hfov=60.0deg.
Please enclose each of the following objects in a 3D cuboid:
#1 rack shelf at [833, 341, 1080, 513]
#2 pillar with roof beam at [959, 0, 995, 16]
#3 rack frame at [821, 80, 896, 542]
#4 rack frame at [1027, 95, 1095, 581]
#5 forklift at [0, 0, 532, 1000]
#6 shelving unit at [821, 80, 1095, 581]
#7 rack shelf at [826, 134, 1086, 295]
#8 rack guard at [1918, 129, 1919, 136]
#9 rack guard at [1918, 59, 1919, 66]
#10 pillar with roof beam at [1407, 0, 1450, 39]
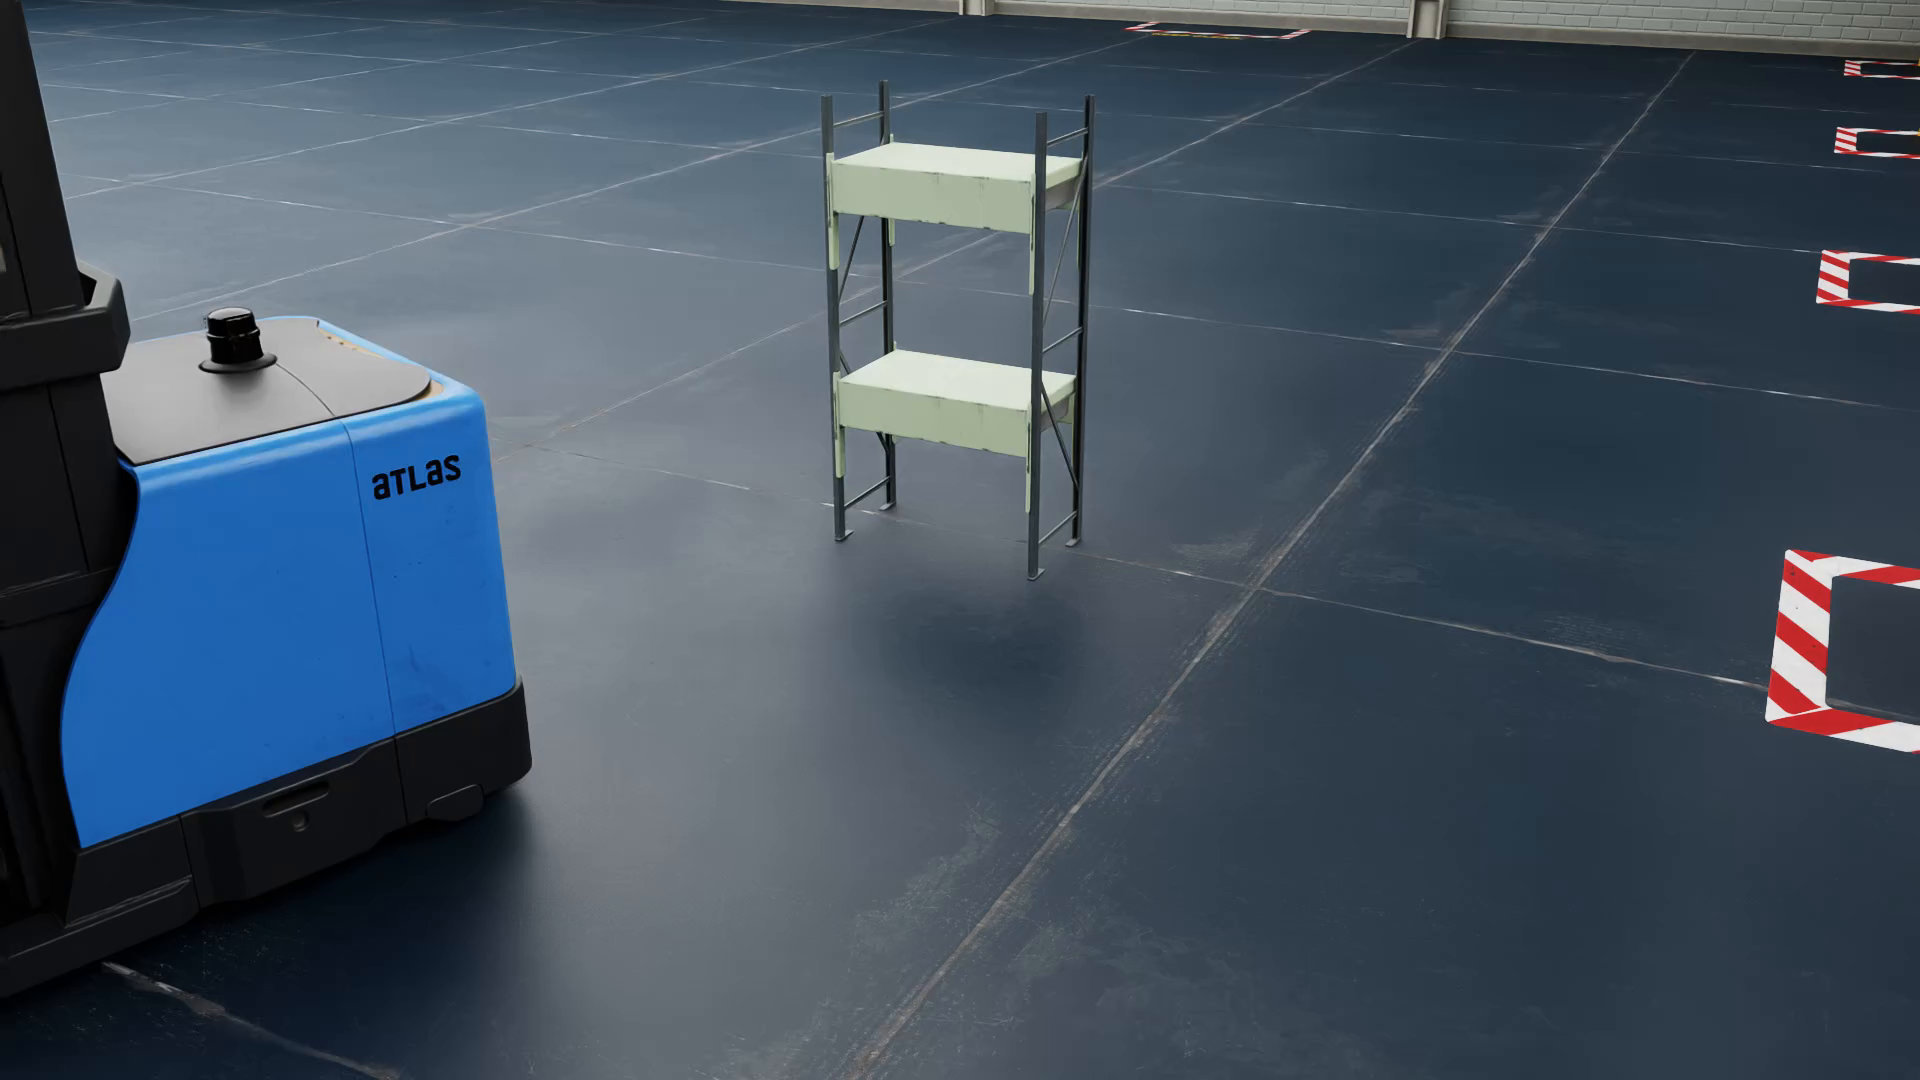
[{"bbox_3d":[-0.006,-0.391,5.587,0.720,0.370,0.431,11,25,25],"label":"rack shelf"},{"bbox_3d":[-1.712,-9.725,17.119,0.400,9.000,9.100,11,25,25],"label":"pillar with roof beam"},{"bbox_3d":[-0.333,-0.756,5.611,0.023,1.500,0.400,11,25,25],"label":"rack frame"},{"bbox_3d":[0.321,-0.627,5.307,0.023,1.500,0.400,11,25,25],"label":"rack frame"},{"bbox_3d":[-2.501,-0.444,3.050,3.031,2.935,1.130,-20,30,-39],"label":"forklift"},{"bbox_3d":[-0.006,-0.691,5.459,0.755,1.500,0.431,11,25,25],"label":"shelving unit"},{"bbox_3d":[-0.006,-1.050,5.307,0.720,0.370,0.431,11,25,25],"label":"rack shelf"},{"bbox_3d":[7.671,-3.294,12.856,0.348,0.500,1.175,11,25,25],"label":"rack guard"},{"bbox_3d":[9.992,-5.007,16.884,0.348,0.500,1.175,11,25,25],"label":"rack guard"},{"bbox_3d":[3.643,-8.666,14.628,0.400,9.000,9.100,11,25,25],"label":"pillar with roof beam"}]
